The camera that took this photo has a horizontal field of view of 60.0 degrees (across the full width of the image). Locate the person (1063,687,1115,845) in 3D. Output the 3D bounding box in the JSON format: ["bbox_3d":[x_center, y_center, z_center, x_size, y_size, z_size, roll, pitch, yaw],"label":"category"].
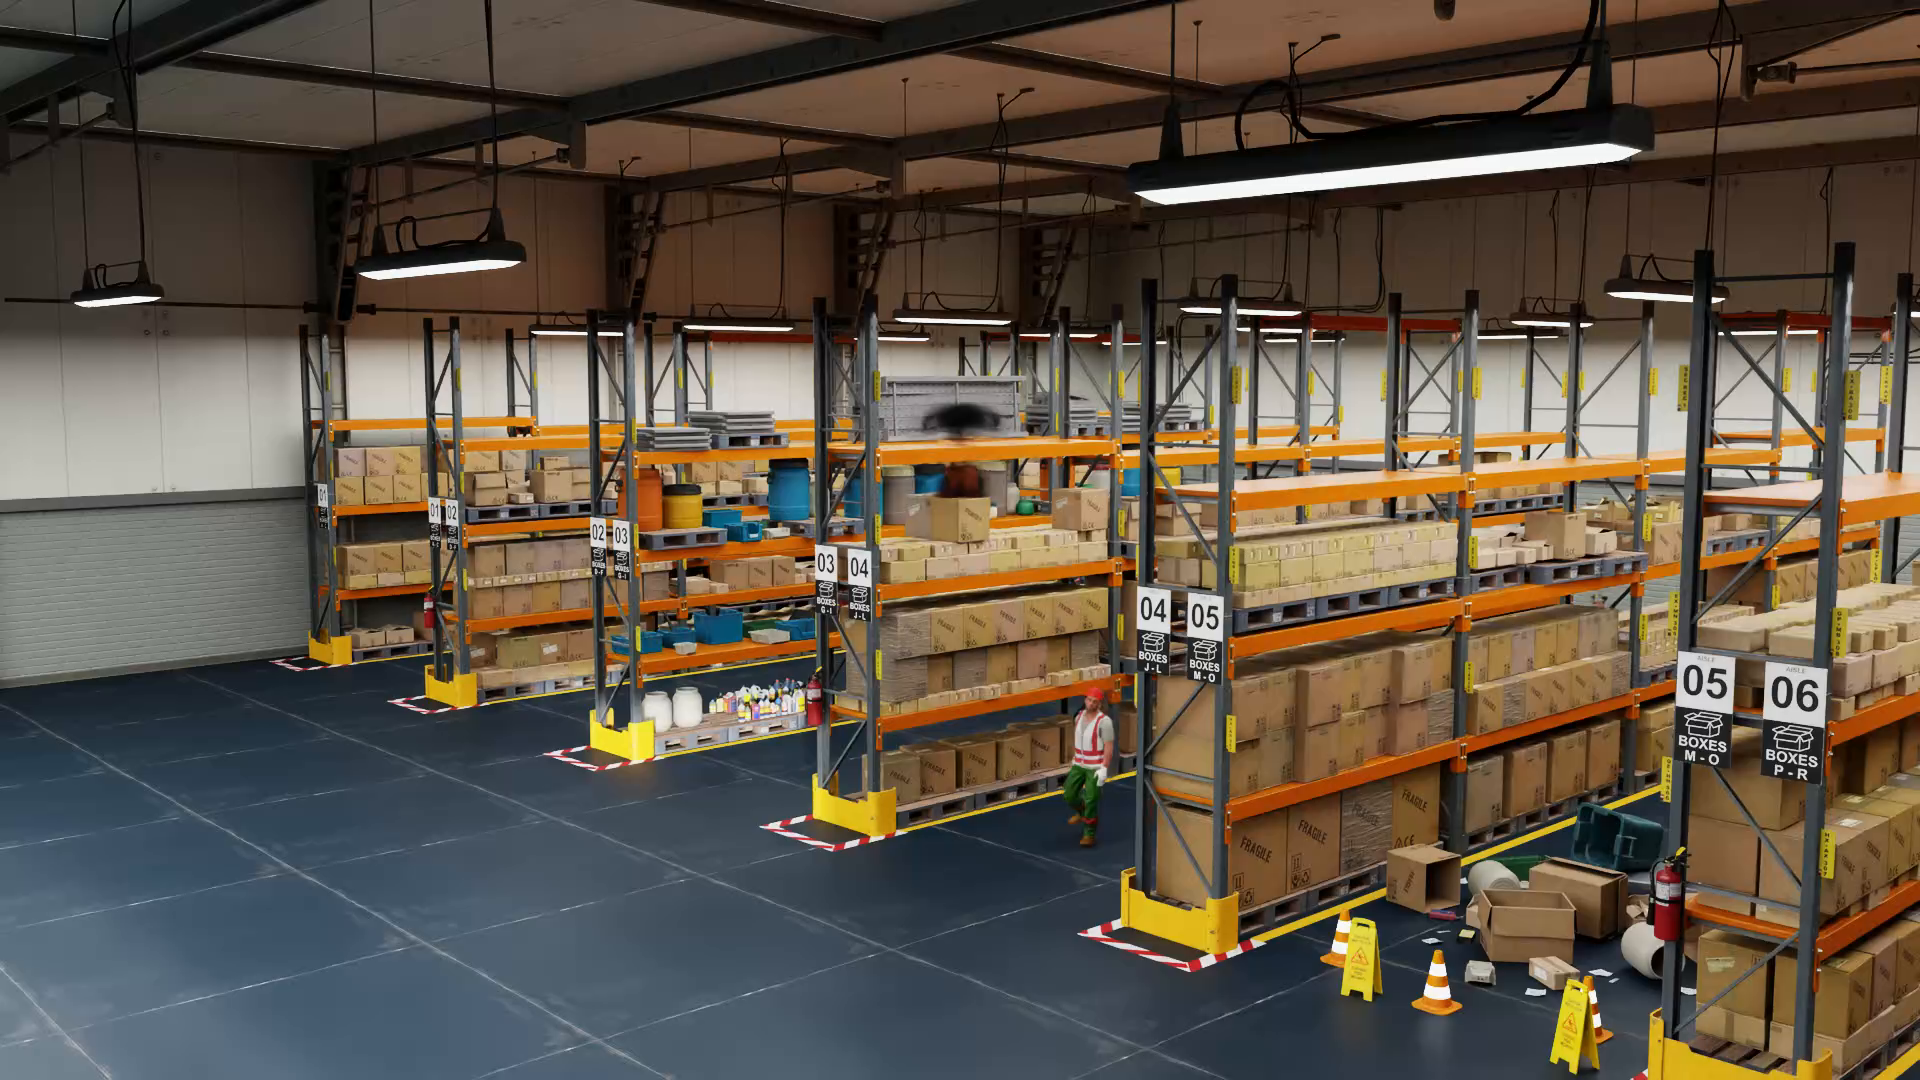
[{"bbox_3d":[1.424,2.454,18.217,0.772,1.738,0.582,6,8,43],"label":"person"}]

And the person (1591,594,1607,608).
[{"bbox_3d":[10.188,1.673,26.436,0.609,1.681,0.934,5,7,38],"label":"person"}]
